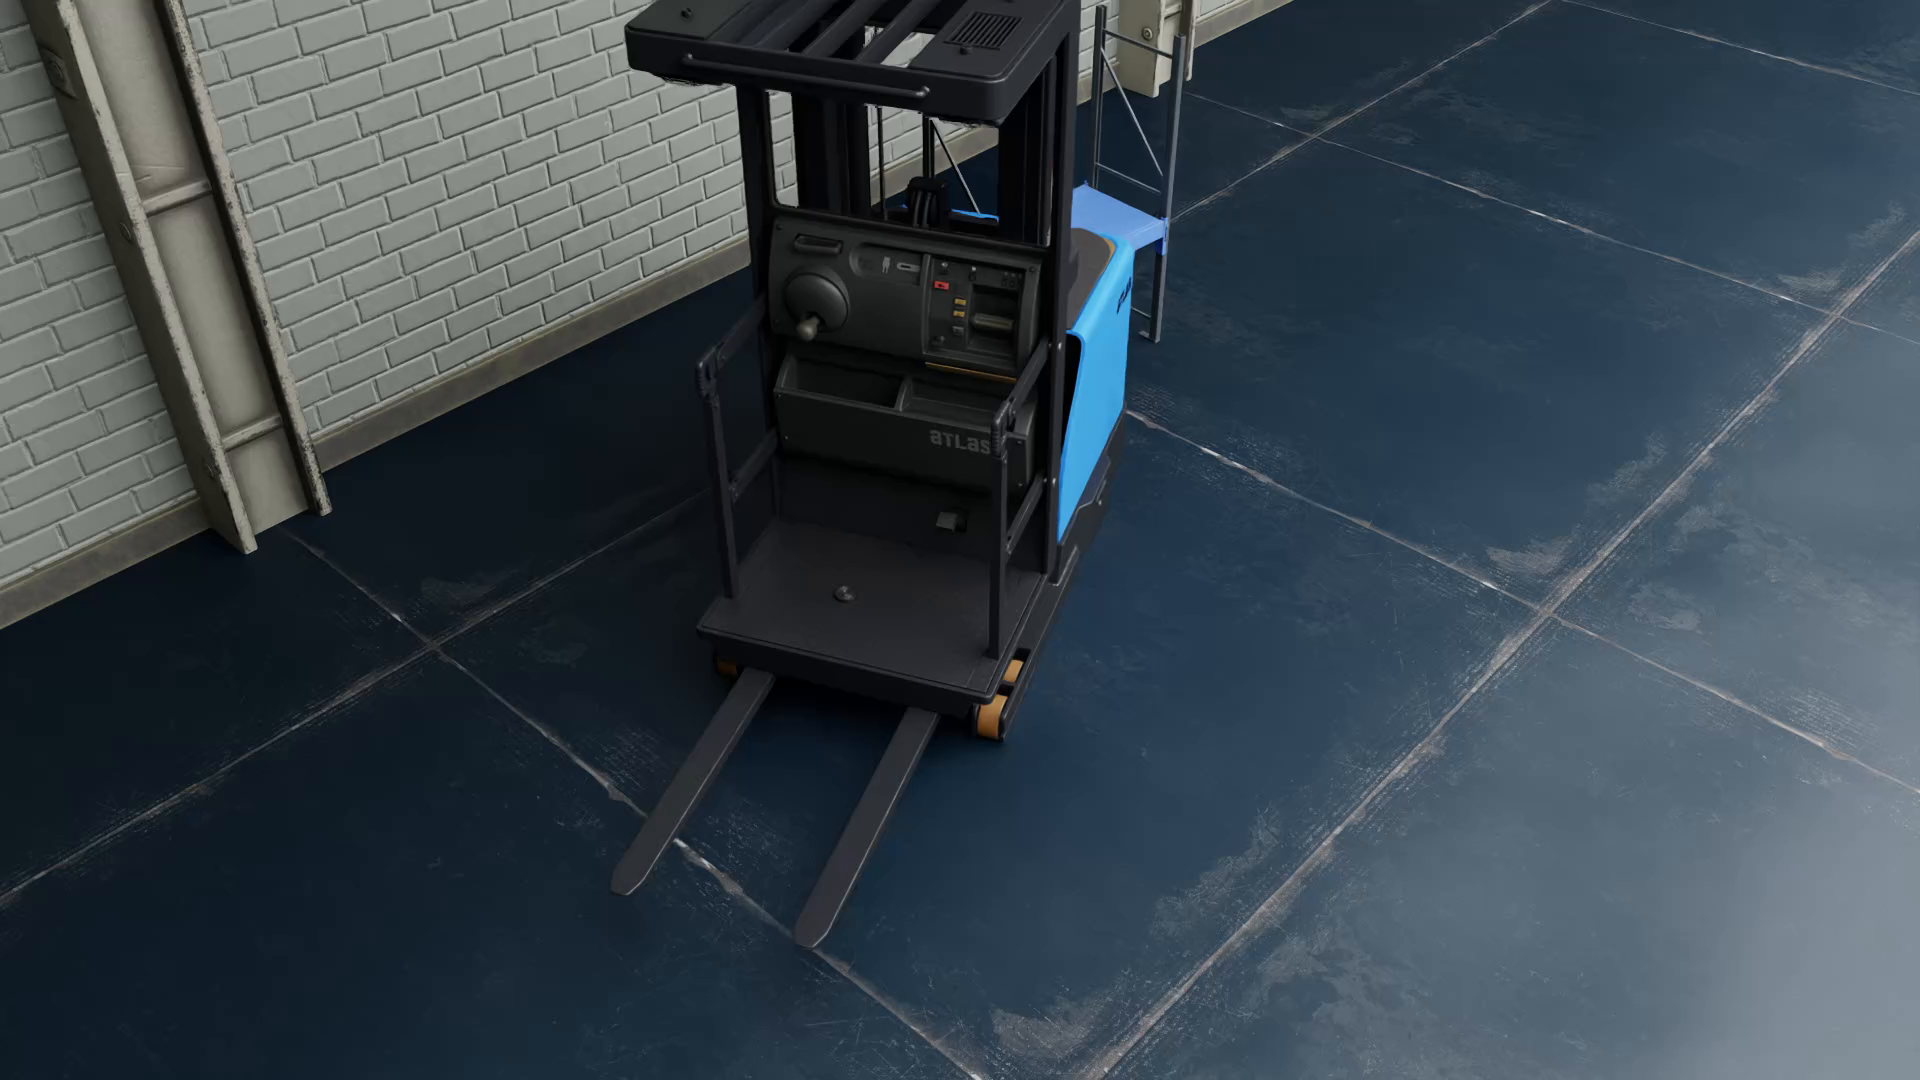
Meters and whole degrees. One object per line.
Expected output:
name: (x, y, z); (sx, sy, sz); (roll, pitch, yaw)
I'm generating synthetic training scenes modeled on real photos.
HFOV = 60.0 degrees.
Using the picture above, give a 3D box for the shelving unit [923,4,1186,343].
shelving unit: (0.400, -1.433, 7.347); (1.048, 1.500, 0.538); (-30, 47, -32)

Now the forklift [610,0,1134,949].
forklift: (-0.259, -0.730, 5.314); (1.130, 2.935, 3.031); (12, 40, 15)

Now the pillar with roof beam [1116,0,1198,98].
pillar with roof beam: (4.377, -4.567, 5.263); (9.100, 9.000, 0.400); (30, 47, 32)

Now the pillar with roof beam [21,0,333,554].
pillar with roof beam: (0.329, -1.811, 1.797); (9.100, 9.000, 0.400); (30, 47, 32)

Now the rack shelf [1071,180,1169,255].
rack shelf: (0.400, -1.292, 7.459); (1.000, 0.185, 0.538); (-30, 47, -32)

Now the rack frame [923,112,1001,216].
rack frame: (0.025, -1.219, 7.078); (0.032, 1.500, 0.500); (-30, 47, -32)

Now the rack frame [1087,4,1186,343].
rack frame: (0.775, -1.646, 7.616); (0.032, 1.500, 0.500); (-30, 47, -32)
